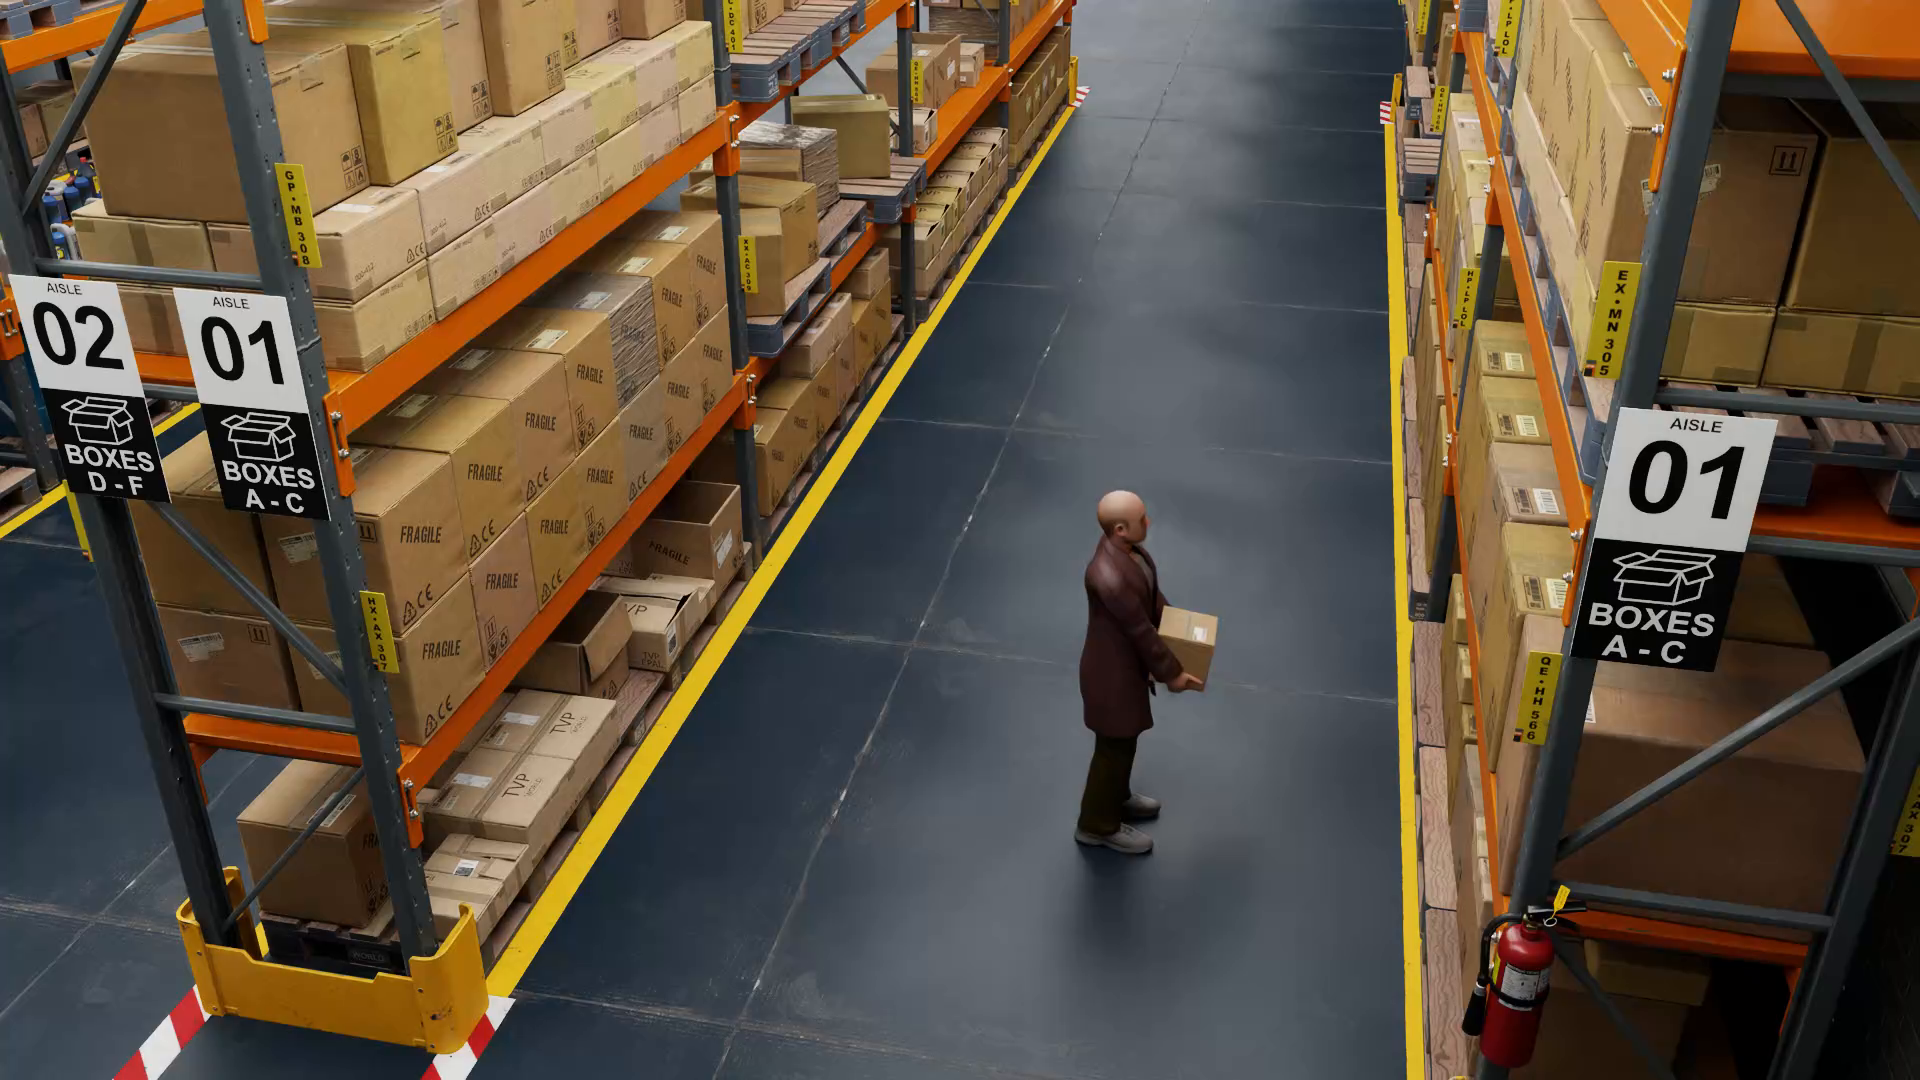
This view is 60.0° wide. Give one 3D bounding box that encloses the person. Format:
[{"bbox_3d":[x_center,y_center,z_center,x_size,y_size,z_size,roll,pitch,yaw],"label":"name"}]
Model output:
[{"bbox_3d":[0.825,0.597,7.540,0.556,1.780,0.526,6,29,10],"label":"person"}]
